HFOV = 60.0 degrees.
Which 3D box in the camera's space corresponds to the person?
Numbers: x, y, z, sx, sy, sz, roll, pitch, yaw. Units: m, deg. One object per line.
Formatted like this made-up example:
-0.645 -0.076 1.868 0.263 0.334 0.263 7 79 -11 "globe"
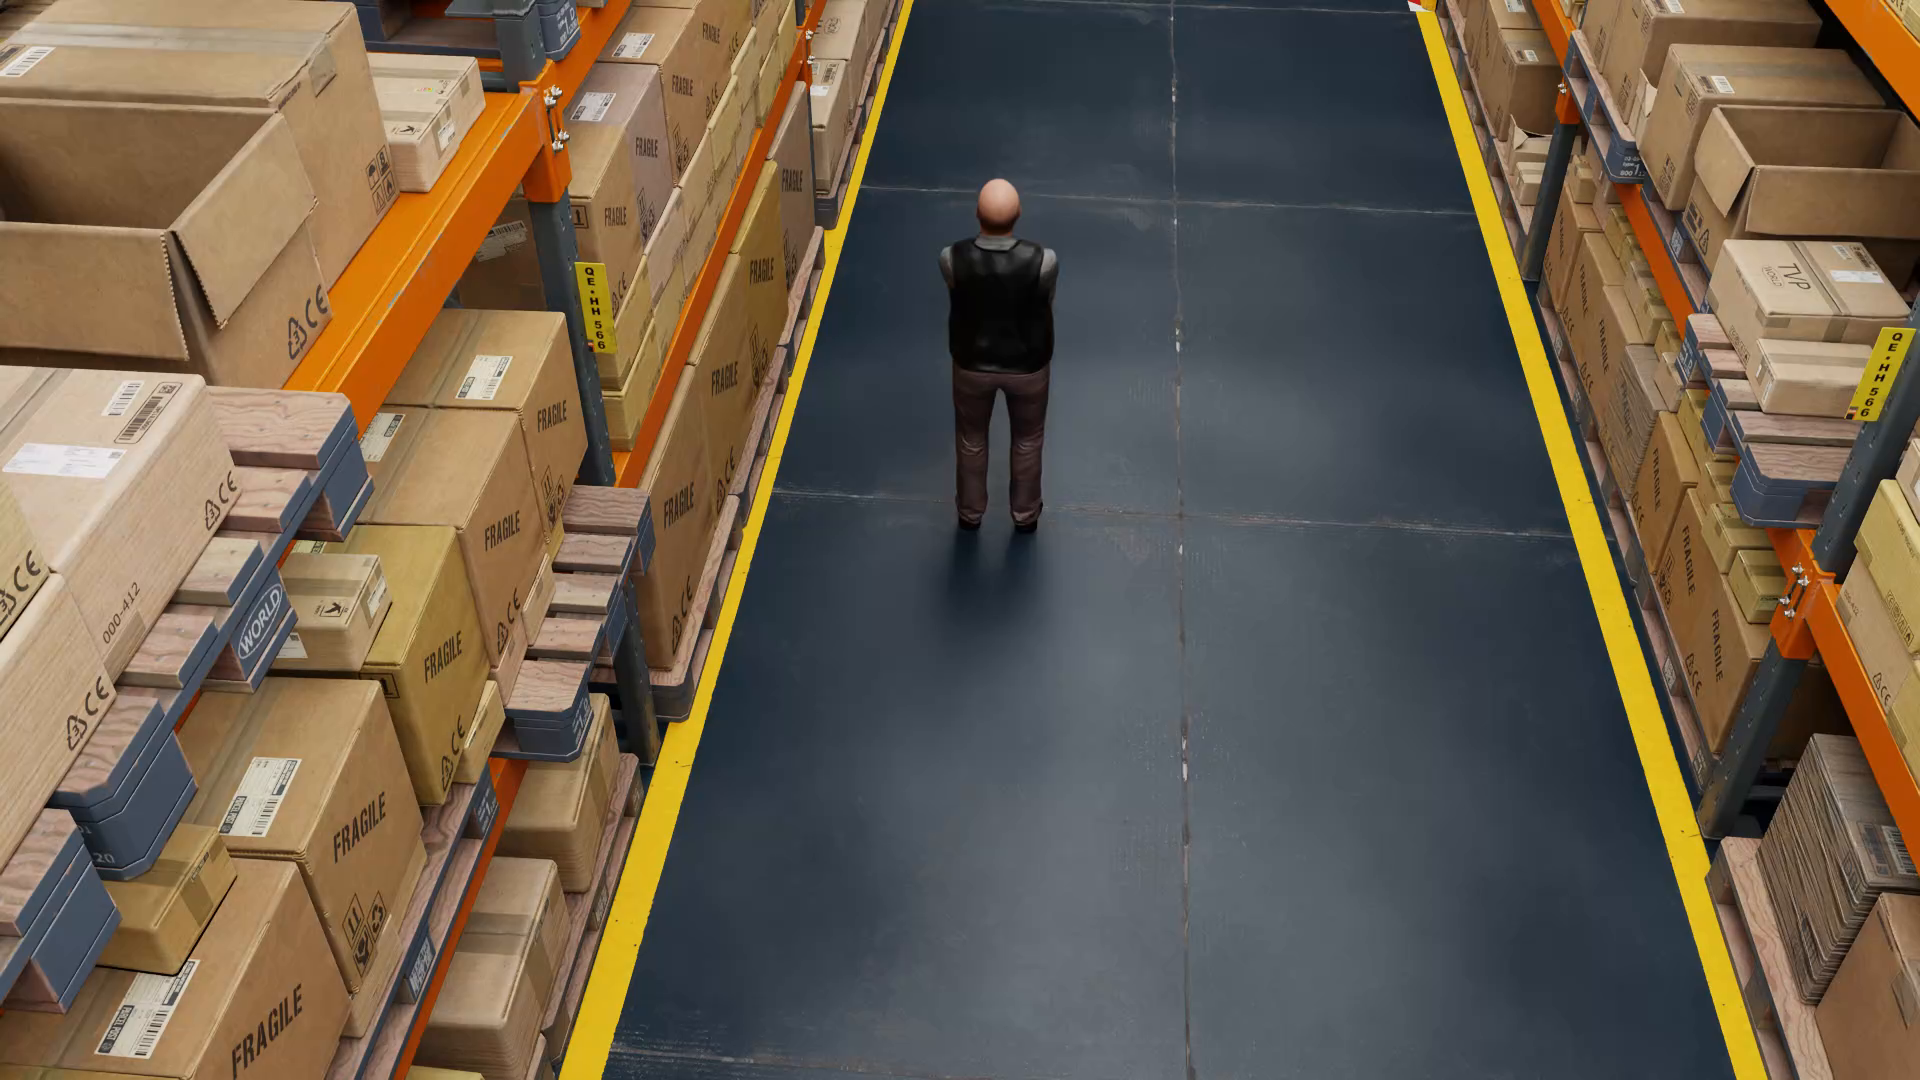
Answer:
0.167 -0.822 7.166 0.495 1.718 0.555 3 40 4 "person"
